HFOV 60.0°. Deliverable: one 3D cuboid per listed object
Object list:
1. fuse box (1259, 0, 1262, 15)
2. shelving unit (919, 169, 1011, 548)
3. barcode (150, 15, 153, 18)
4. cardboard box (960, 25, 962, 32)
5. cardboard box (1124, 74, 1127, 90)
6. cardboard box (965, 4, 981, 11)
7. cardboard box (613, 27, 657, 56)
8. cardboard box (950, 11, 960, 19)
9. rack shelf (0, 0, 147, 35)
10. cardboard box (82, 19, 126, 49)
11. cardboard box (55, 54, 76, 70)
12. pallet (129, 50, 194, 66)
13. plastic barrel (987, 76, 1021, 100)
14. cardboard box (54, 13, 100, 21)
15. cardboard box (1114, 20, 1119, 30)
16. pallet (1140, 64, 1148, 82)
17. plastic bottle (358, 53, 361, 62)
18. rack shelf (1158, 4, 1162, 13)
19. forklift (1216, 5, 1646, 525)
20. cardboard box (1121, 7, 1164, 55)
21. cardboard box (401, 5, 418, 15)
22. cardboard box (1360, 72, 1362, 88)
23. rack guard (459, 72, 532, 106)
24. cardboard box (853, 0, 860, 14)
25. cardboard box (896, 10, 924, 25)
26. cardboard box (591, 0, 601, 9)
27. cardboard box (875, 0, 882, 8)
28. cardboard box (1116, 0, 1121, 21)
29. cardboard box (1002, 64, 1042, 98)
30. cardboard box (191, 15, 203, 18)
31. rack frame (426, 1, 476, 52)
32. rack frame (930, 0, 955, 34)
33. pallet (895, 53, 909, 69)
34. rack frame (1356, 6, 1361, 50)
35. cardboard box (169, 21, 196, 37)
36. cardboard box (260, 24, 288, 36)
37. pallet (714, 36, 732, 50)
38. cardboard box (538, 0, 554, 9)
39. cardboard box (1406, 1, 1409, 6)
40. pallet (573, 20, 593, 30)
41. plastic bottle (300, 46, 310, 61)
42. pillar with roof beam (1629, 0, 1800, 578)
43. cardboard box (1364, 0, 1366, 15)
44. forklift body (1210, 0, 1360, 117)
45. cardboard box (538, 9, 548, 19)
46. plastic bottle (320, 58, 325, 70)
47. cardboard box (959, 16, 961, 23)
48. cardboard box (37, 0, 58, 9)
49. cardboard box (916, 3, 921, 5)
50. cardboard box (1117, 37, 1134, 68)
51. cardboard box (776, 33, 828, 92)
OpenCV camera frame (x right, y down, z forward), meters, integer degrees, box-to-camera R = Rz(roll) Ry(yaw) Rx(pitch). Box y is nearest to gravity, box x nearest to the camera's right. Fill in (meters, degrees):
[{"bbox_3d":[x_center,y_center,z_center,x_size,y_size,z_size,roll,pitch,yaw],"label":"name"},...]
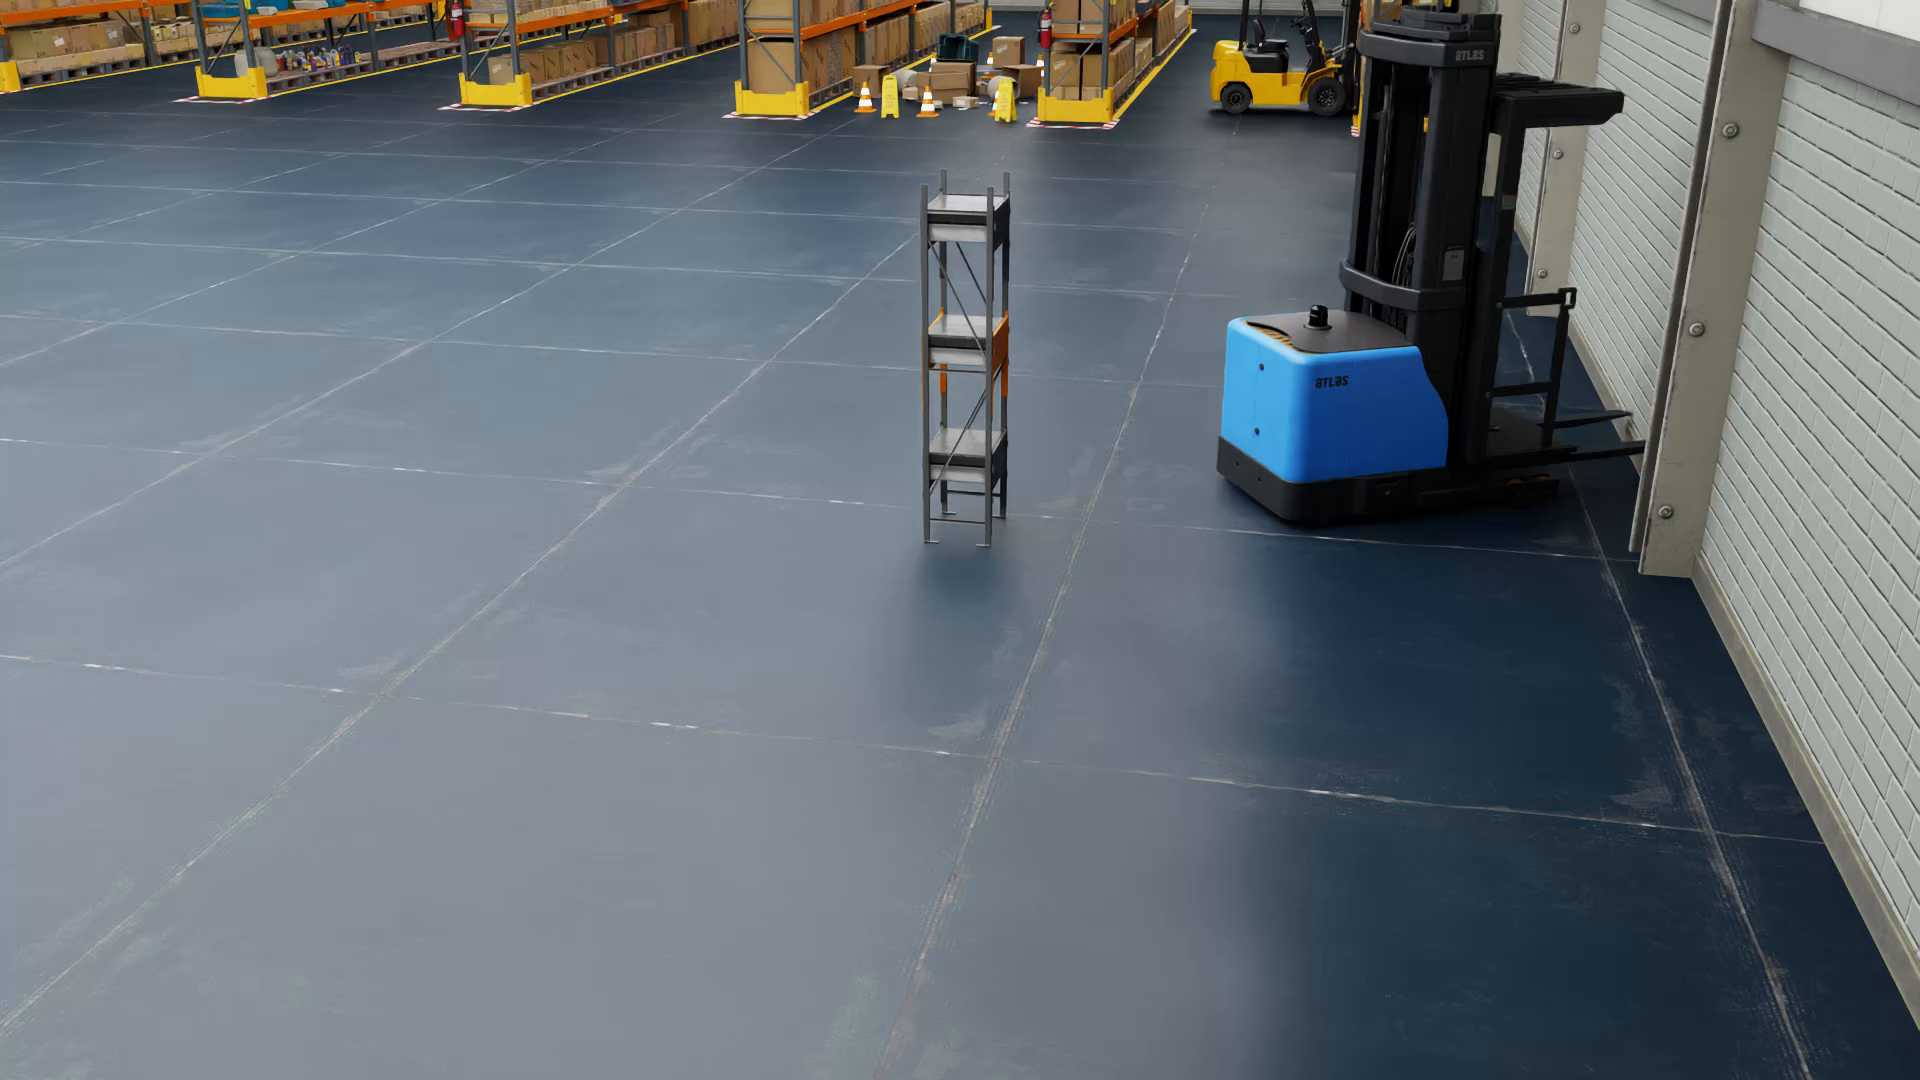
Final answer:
[{"bbox_3d":[8.232,-15.139,45.152,0.539,1.711,0.414,4,22,11],"label":"fuse box"},{"bbox_3d":[0.034,-1.035,9.612,0.431,2.100,0.503,4,22,11],"label":"shelving unit"},{"bbox_3d":[-16.310,-10.560,33.532,0.001,0.075,0.075,4,22,11],"label":"barcode"},{"bbox_3d":[-0.162,-11.842,38.495,0.380,0.149,0.250,5,22,13],"label":"cardboard box"},{"bbox_3d":[2.565,-7.799,28.320,0.500,0.250,0.500,5,22,12],"label":"cardboard box"},{"bbox_3d":[0.316,-12.970,40.499,0.380,0.149,0.250,4,22,10],"label":"cardboard box"},{"bbox_3d":[-6.583,-10.102,33.678,0.700,0.500,0.500,6,23,15],"label":"cardboard box"},{"bbox_3d":[-0.217,-12.118,38.385,0.380,0.149,0.250,6,23,14],"label":"cardboard box"},{"bbox_3d":[-17.177,-9.944,31.492,1.077,0.370,4.000,4,22,11],"label":"rack shelf"},{"bbox_3d":[-16.763,-9.908,32.554,0.500,0.500,0.500,4,22,11],"label":"cardboard box"},{"bbox_3d":[-17.057,-9.011,31.330,0.500,0.250,0.500,4,22,11],"label":"cardboard box"},{"bbox_3d":[-16.657,-9.988,34.371,1.003,0.211,1.213,4,22,11],"label":"pallet"},{"bbox_3d":[0.753,-7.710,28.430,0.421,0.421,0.512,-16,27,-35],"label":"plastic barrel"},{"bbox_3d":[-20.525,-12.305,38.706,0.750,0.750,0.750,4,22,10],"label":"cardboard box"},{"bbox_3d":[2.353,-8.300,26.782,0.380,0.149,0.250,5,22,12],"label":"cardboard box"},{"bbox_3d":[3.034,-8.936,31.759,1.003,0.211,1.213,4,22,11],"label":"pallet"},{"bbox_3d":[-11.690,-9.380,32.285,0.097,0.201,0.097,0,22,0],"label":"plastic bottle"},{"bbox_3d":[3.854,-11.358,35.002,1.077,0.370,4.000,4,22,11],"label":"rack shelf"},{"bbox_3d":[3.239,-1.753,10.282,3.031,2.935,1.130,-7,23,-16],"label":"forklift"},{"bbox_3d":[3.668,-10.415,33.982,0.875,0.875,0.875,4,22,10],"label":"cardboard box"},{"bbox_3d":[-14.414,-13.763,43.105,0.500,0.250,0.500,4,22,11],"label":"cardboard box"},{"bbox_3d":[6.664,-7.383,26.620,0.500,0.250,0.500,4,22,10],"label":"cardboard box"},{"bbox_3d":[-7.873,-7.658,28.199,1.175,0.500,0.348,4,22,11],"label":"rack guard"},{"bbox_3d":[-2.301,-9.771,29.899,0.875,0.550,0.550,4,22,11],"label":"cardboard box"},{"bbox_3d":[-1.043,-10.917,34.726,0.500,0.250,0.500,3,22,8],"label":"cardboard box"},{"bbox_3d":[-6.889,-9.944,30.866,0.380,0.149,0.250,4,22,11],"label":"cardboard box"},{"bbox_3d":[-1.764,-10.240,31.131,0.500,0.500,0.500,5,22,11],"label":"cardboard box"},{"bbox_3d":[2.284,-8.560,26.561,0.500,0.500,0.500,5,23,13],"label":"cardboard box"},{"bbox_3d":[1.079,-8.051,29.170,0.500,0.500,0.500,-16,27,-35],"label":"cardboard box"},{"bbox_3d":[-16.446,-11.289,36.238,0.500,0.311,0.500,4,22,10],"label":"cardboard box"},{"bbox_3d":[-11.105,-12.093,35.865,1.000,3.000,0.127,4,22,11],"label":"rack frame"},{"bbox_3d":[-0.605,-12.763,37.529,1.000,3.000,0.127,4,22,11],"label":"rack frame"},{"bbox_3d":[-1.656,-9.724,33.716,1.003,0.211,1.213,4,22,11],"label":"pallet"},{"bbox_3d":[9.122,-12.046,35.748,1.000,3.000,0.127,4,22,11],"label":"rack frame"},{"bbox_3d":[-16.229,-10.693,34.756,0.500,0.311,0.500,4,22,9],"label":"cardboard box"},{"bbox_3d":[-15.580,-11.661,37.550,0.500,0.500,0.500,5,23,13],"label":"cardboard box"},{"bbox_3d":[-5.770,-11.149,37.255,1.003,0.211,1.213,4,22,11],"label":"pallet"},{"bbox_3d":[-7.620,-9.545,29.005,0.875,0.500,0.500,4,22,11],"label":"cardboard box"},{"bbox_3d":[7.131,-8.056,25.707,0.500,0.500,0.500,5,23,13],"label":"cardboard box"},{"bbox_3d":[-9.930,-12.982,41.804,1.003,0.211,1.213,4,22,11],"label":"pallet"},{"bbox_3d":[-12.530,-9.273,31.819,0.144,0.351,0.185,4,22,9],"label":"plastic bottle"},{"bbox_3d":[-0.190,-4.371,8.661,9.100,9.000,0.400,4,22,11],"label":"pillar with roof beam"},{"bbox_3d":[7.433,-9.439,29.476,0.500,0.250,0.500,4,22,11],"label":"cardboard box"},{"bbox_3d":[5.274,-8.096,27.077,2.313,2.155,1.214,4,22,11],"label":"forklift body"},{"bbox_3d":[-7.373,-9.123,28.828,0.380,0.149,0.250,4,22,11],"label":"cardboard box"},{"bbox_3d":[-11.951,-8.911,31.120,0.097,0.201,0.097,0,22,0],"label":"plastic bottle"},{"bbox_3d":[-0.181,-12.171,38.916,0.380,0.149,0.250,3,22,8],"label":"cardboard box"},{"bbox_3d":[-17.268,-10.136,30.872,0.700,0.500,0.500,5,22,11],"label":"cardboard box"},{"bbox_3d":[-1.120,-11.701,36.673,0.500,0.250,0.500,5,22,12],"label":"cardboard box"},{"bbox_3d":[2.771,-8.527,29.126,0.500,0.500,0.500,4,22,10],"label":"cardboard box"},{"bbox_3d":[-2.802,-8.159,28.378,0.875,0.875,0.875,4,22,10],"label":"cardboard box"}]
